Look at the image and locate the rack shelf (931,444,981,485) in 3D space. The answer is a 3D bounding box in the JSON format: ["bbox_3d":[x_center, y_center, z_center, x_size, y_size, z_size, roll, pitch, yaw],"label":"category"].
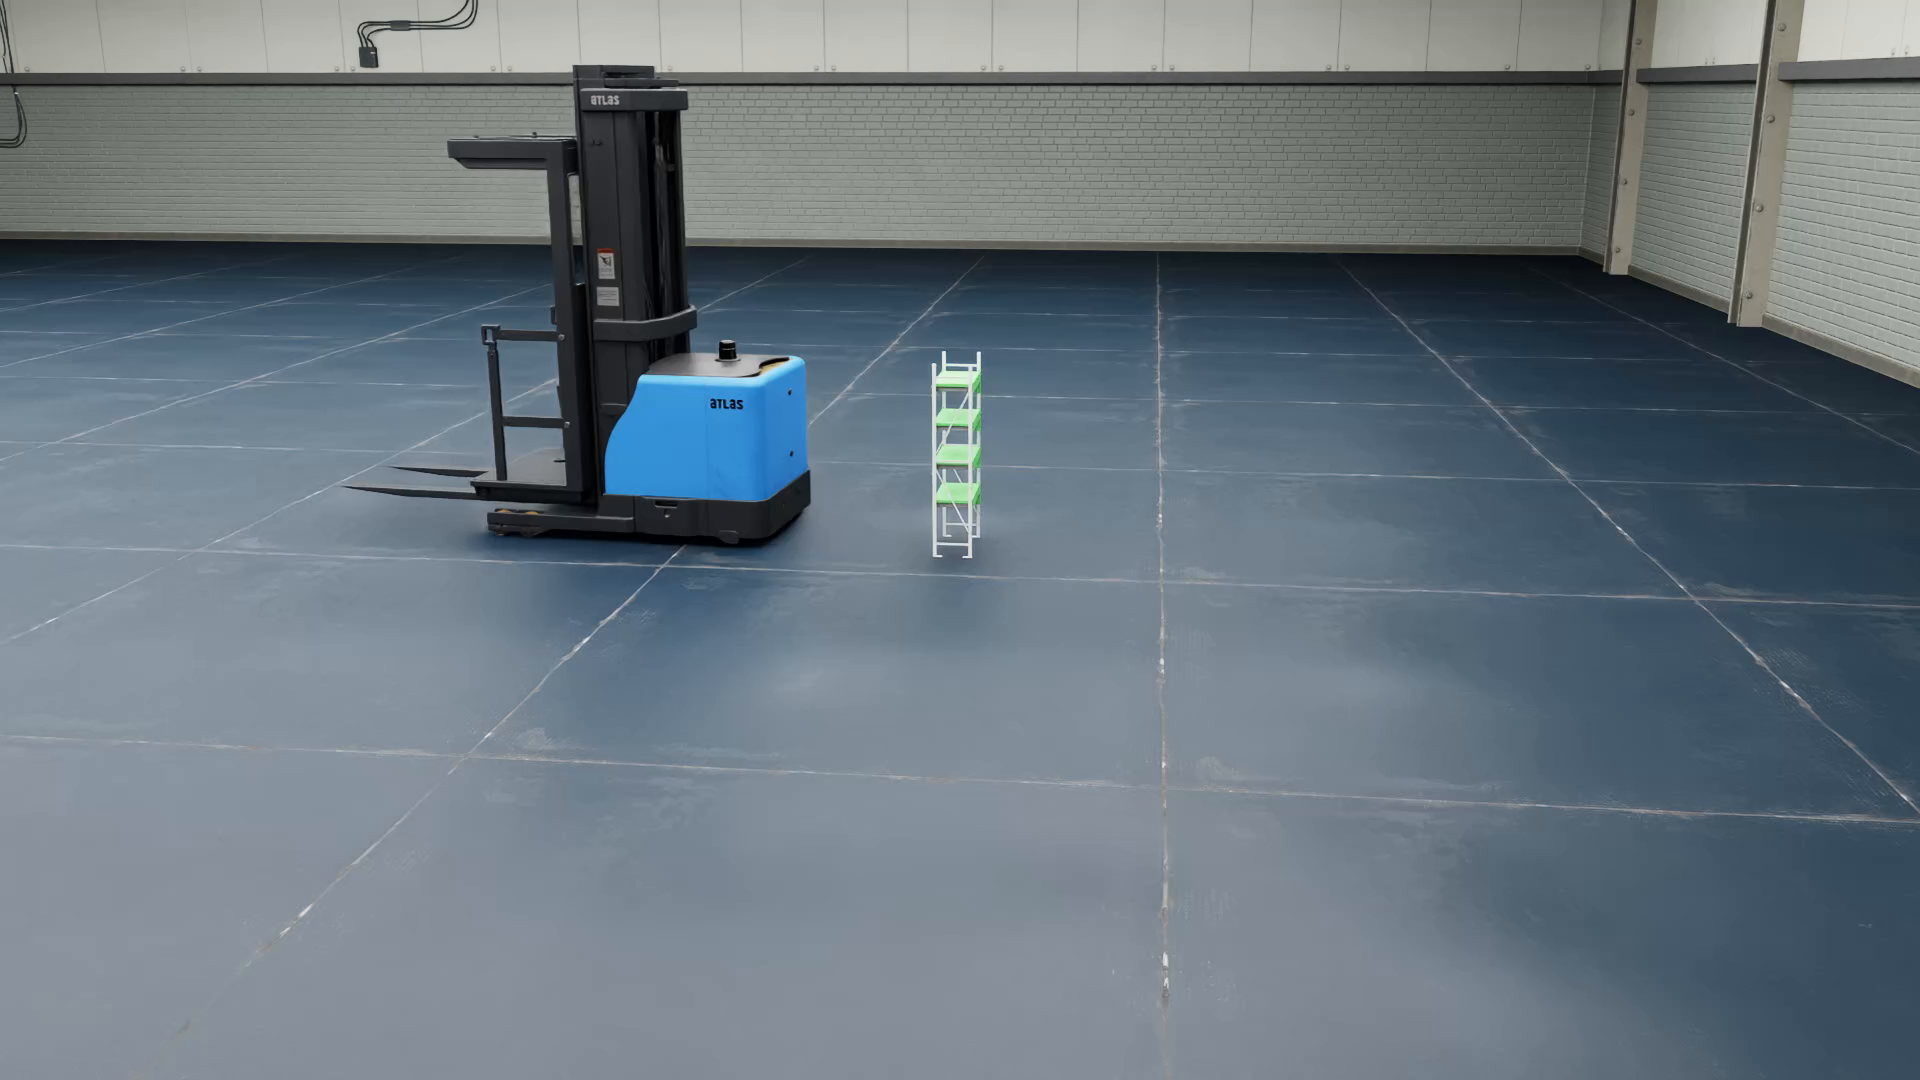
[{"bbox_3d":[-0.019,-0.475,10.363,0.258,0.148,0.480,2,15,6],"label":"rack shelf"}]

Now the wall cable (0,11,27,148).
[{"bbox_3d":[-19.302,-8.707,31.571,3.097,2.526,0.112,2,15,6],"label":"wall cable"}]

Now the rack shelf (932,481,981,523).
[{"bbox_3d":[-0.019,-0.243,10.426,0.258,0.148,0.480,2,15,6],"label":"rack shelf"}]

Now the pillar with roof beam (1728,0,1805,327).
[{"bbox_3d":[5.396,-7.123,19.766,9.100,9.000,0.400,2,15,6],"label":"pillar with roof beam"}]

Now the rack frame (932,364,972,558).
[{"bbox_3d":[-0.046,-0.473,10.113,0.240,1.200,0.015,2,15,6],"label":"rack frame"}]

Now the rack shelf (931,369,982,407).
[{"bbox_3d":[-0.019,-0.938,10.238,0.258,0.148,0.480,2,15,6],"label":"rack shelf"}]

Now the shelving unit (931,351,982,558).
[{"bbox_3d":[-0.019,-0.536,10.347,0.258,1.200,0.503,2,15,6],"label":"shelving unit"}]

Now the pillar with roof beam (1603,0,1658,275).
[{"bbox_3d":[6.073,-8.680,25.521,9.100,9.000,0.400,2,15,6],"label":"pillar with roof beam"}]

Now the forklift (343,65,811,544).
[{"bbox_3d":[-2.585,-1.564,10.830,3.031,2.935,1.130,3,15,12],"label":"forklift"}]

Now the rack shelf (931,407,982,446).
[{"bbox_3d":[-0.019,-0.706,10.301,0.258,0.148,0.480,2,15,6],"label":"rack shelf"}]

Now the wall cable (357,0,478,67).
[{"bbox_3d":[-9.871,-11.564,29.672,2.305,6.003,0.169,2,15,6],"label":"wall cable"}]

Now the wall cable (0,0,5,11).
[{"bbox_3d":[-16.614,-11.065,30.617,3.097,2.526,0.112,2,15,6],"label":"wall cable"}]

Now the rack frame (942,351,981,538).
[{"bbox_3d":[0.009,-0.600,10.581,0.240,1.200,0.015,2,15,6],"label":"rack frame"}]
